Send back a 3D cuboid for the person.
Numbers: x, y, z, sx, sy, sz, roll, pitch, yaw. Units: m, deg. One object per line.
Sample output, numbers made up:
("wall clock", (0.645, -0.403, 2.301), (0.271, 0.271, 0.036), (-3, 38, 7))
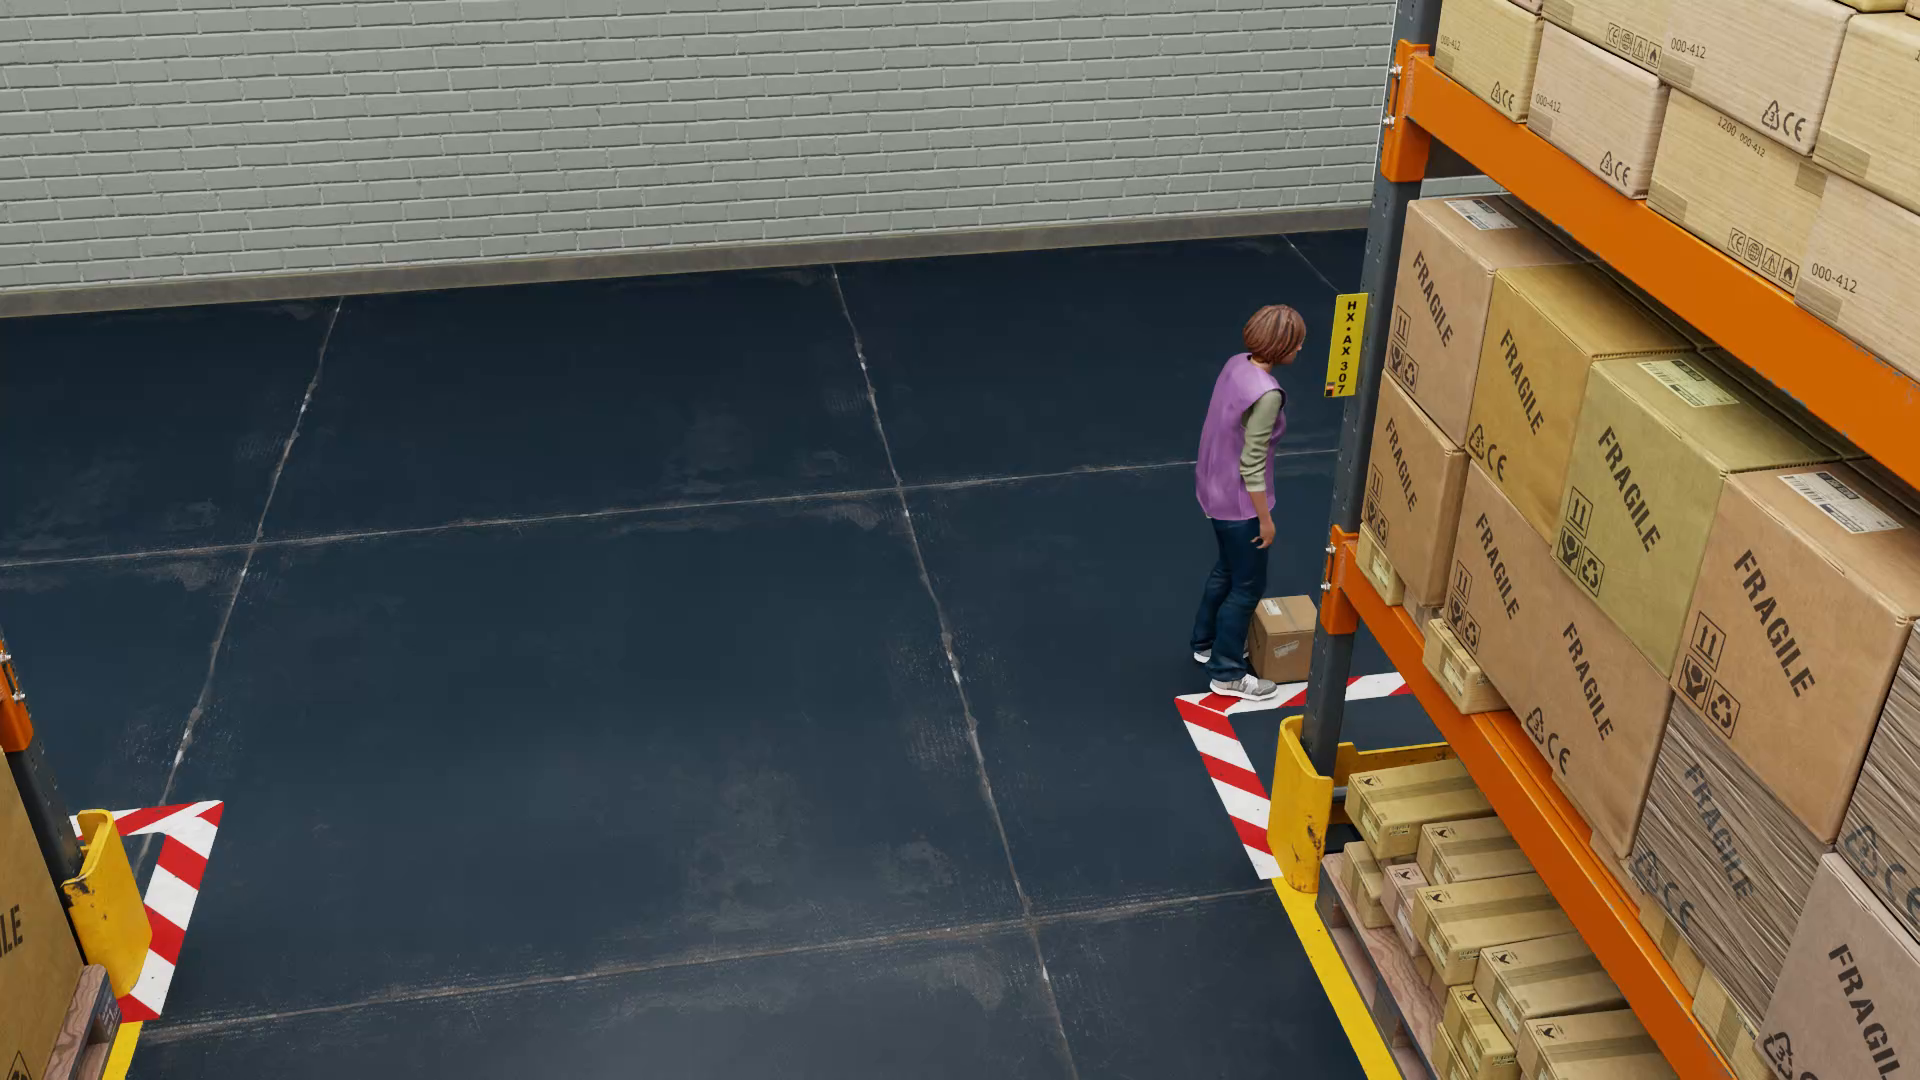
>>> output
("person", (1.086, -0.150, 6.391), (0.344, 1.593, 0.462), (-3, 31, -6))
